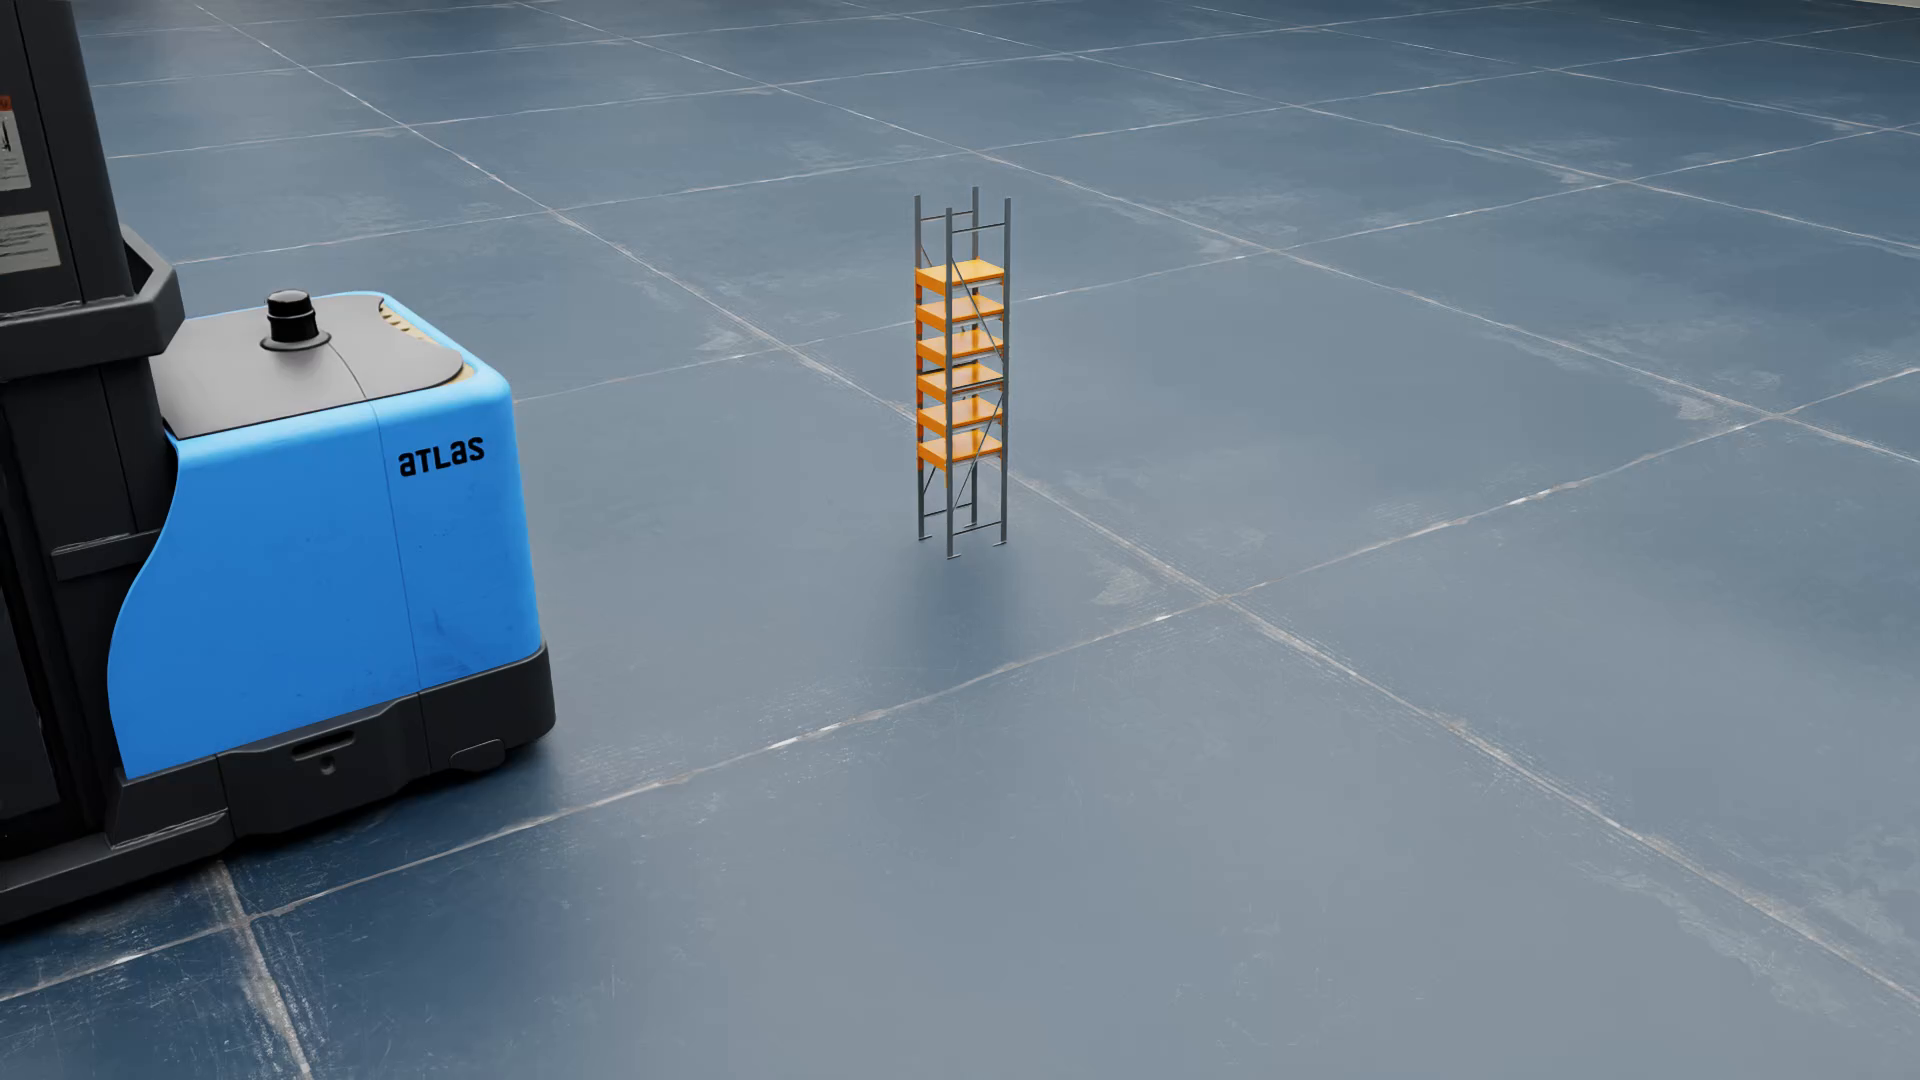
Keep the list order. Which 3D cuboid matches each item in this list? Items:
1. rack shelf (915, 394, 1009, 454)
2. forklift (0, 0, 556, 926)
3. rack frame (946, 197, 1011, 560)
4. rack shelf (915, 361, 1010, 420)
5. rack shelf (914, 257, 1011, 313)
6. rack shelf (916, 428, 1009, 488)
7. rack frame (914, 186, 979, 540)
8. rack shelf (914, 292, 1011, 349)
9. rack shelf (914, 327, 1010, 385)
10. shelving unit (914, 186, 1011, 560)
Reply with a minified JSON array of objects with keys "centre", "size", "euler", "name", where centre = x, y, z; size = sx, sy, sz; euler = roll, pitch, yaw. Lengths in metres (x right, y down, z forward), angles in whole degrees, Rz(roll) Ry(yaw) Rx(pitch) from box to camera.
[{"centre":[0.008,-0.389,5.553],"size":[0.258,0.103,0.180],"euler":[-16,29,-30],"name":"rack shelf"},{"centre":[-2.592,-0.551,3.483],"size":[3.031,2.935,1.130],"euler":[-17,30,-32],"name":"forklift"},{"centre":[0.058,-0.505,5.414],"size":[0.240,1.200,0.006],"euler":[-16,29,-30],"name":"rack frame"},{"centre":[0.008,-0.497,5.502],"size":[0.258,0.103,0.180],"euler":[-16,29,-30],"name":"rack shelf"},{"centre":[0.008,-0.823,5.348],"size":[0.258,0.103,0.180],"euler":[-16,29,-30],"name":"rack shelf"},{"centre":[0.008,-0.280,5.604],"size":[0.258,0.103,0.180],"euler":[-16,29,-30],"name":"rack shelf"},{"centre":[-0.042,-0.570,5.552],"size":[0.240,1.200,0.006],"euler":[-16,29,-30],"name":"rack frame"},{"centre":[0.008,-0.714,5.399],"size":[0.258,0.103,0.180],"euler":[-16,29,-30],"name":"rack shelf"},{"centre":[0.008,-0.606,5.451],"size":[0.258,0.103,0.180],"euler":[-16,29,-30],"name":"rack shelf"},{"centre":[0.008,-0.537,5.483],"size":[0.258,1.200,0.189],"euler":[-16,29,-30],"name":"shelving unit"}]
